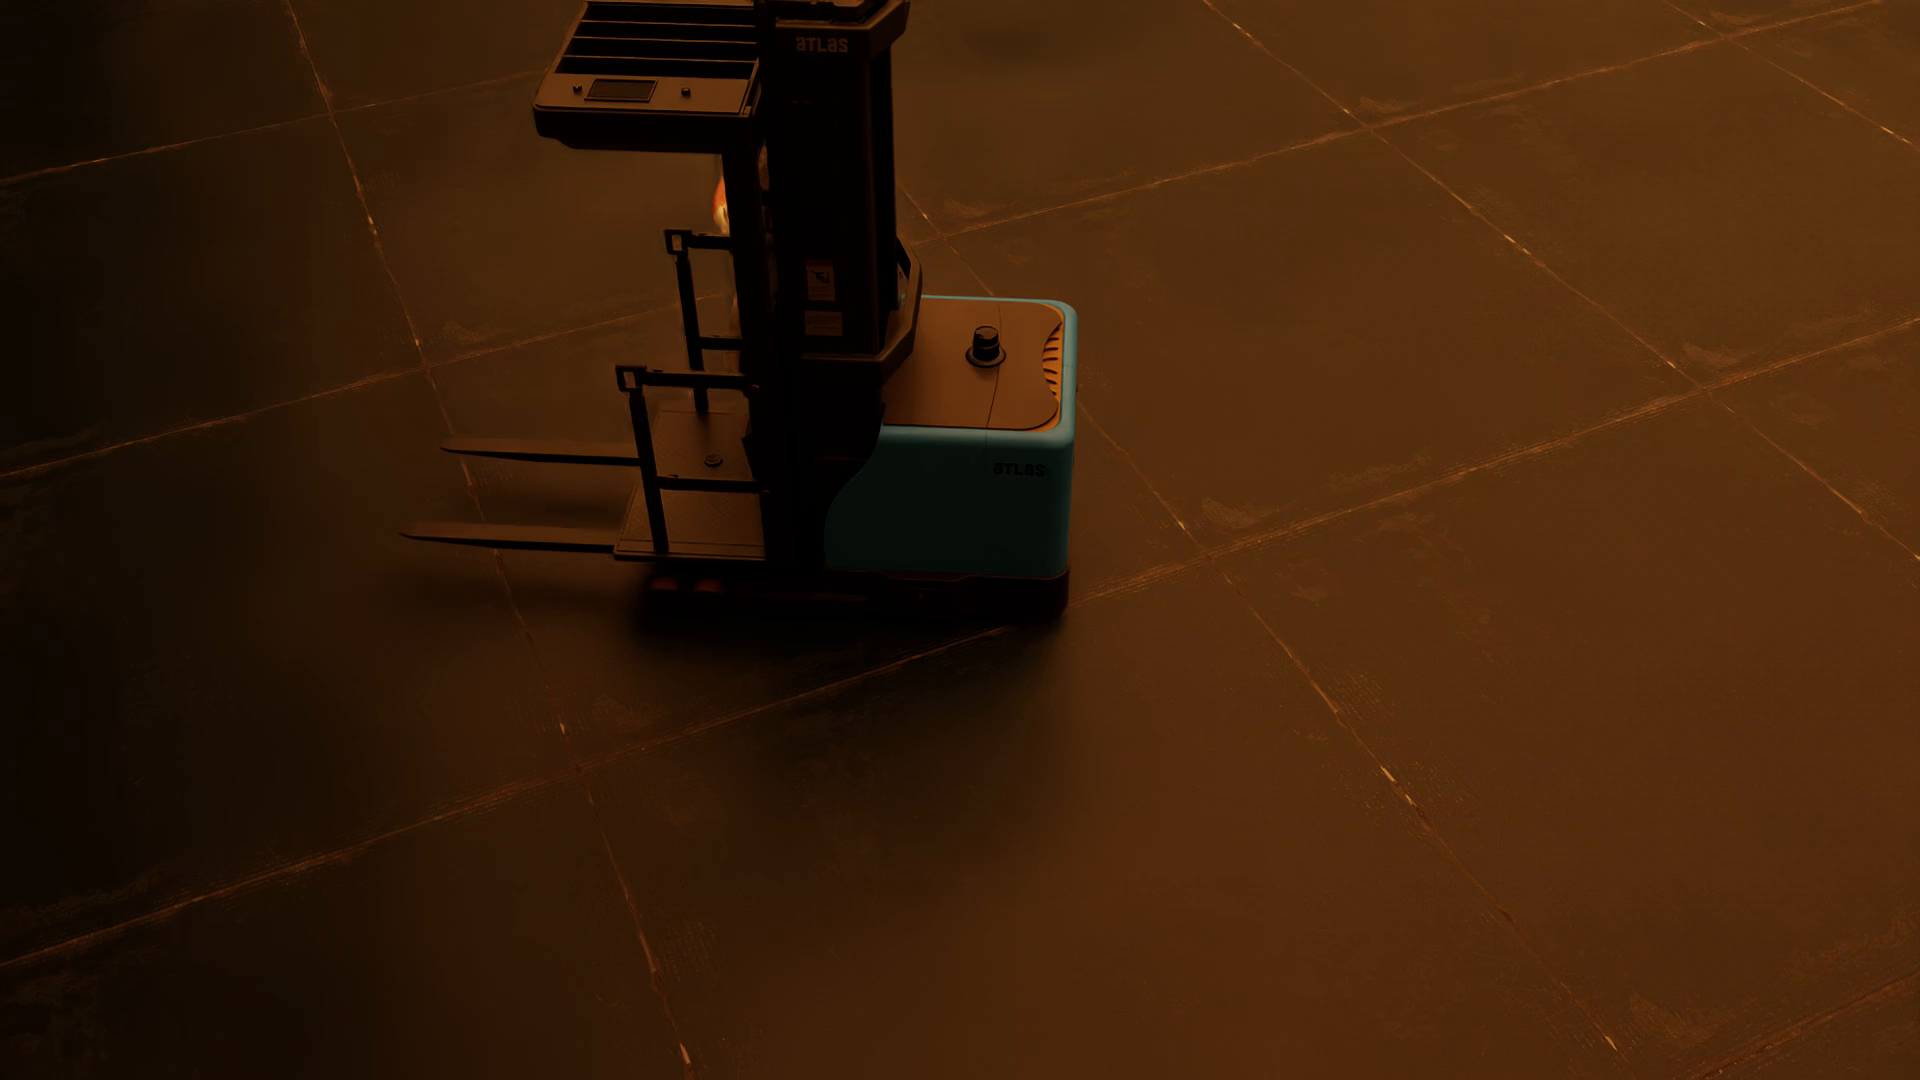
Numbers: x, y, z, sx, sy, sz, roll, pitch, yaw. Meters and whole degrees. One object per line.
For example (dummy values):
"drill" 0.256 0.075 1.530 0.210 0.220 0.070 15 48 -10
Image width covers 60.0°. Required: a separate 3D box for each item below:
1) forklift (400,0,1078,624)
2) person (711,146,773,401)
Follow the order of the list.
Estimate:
"forklift" -1.004 -1.094 6.853 3.031 2.935 1.130 3 43 3
"person" -0.804 -1.312 8.086 0.914 1.585 0.838 -34 53 -31
